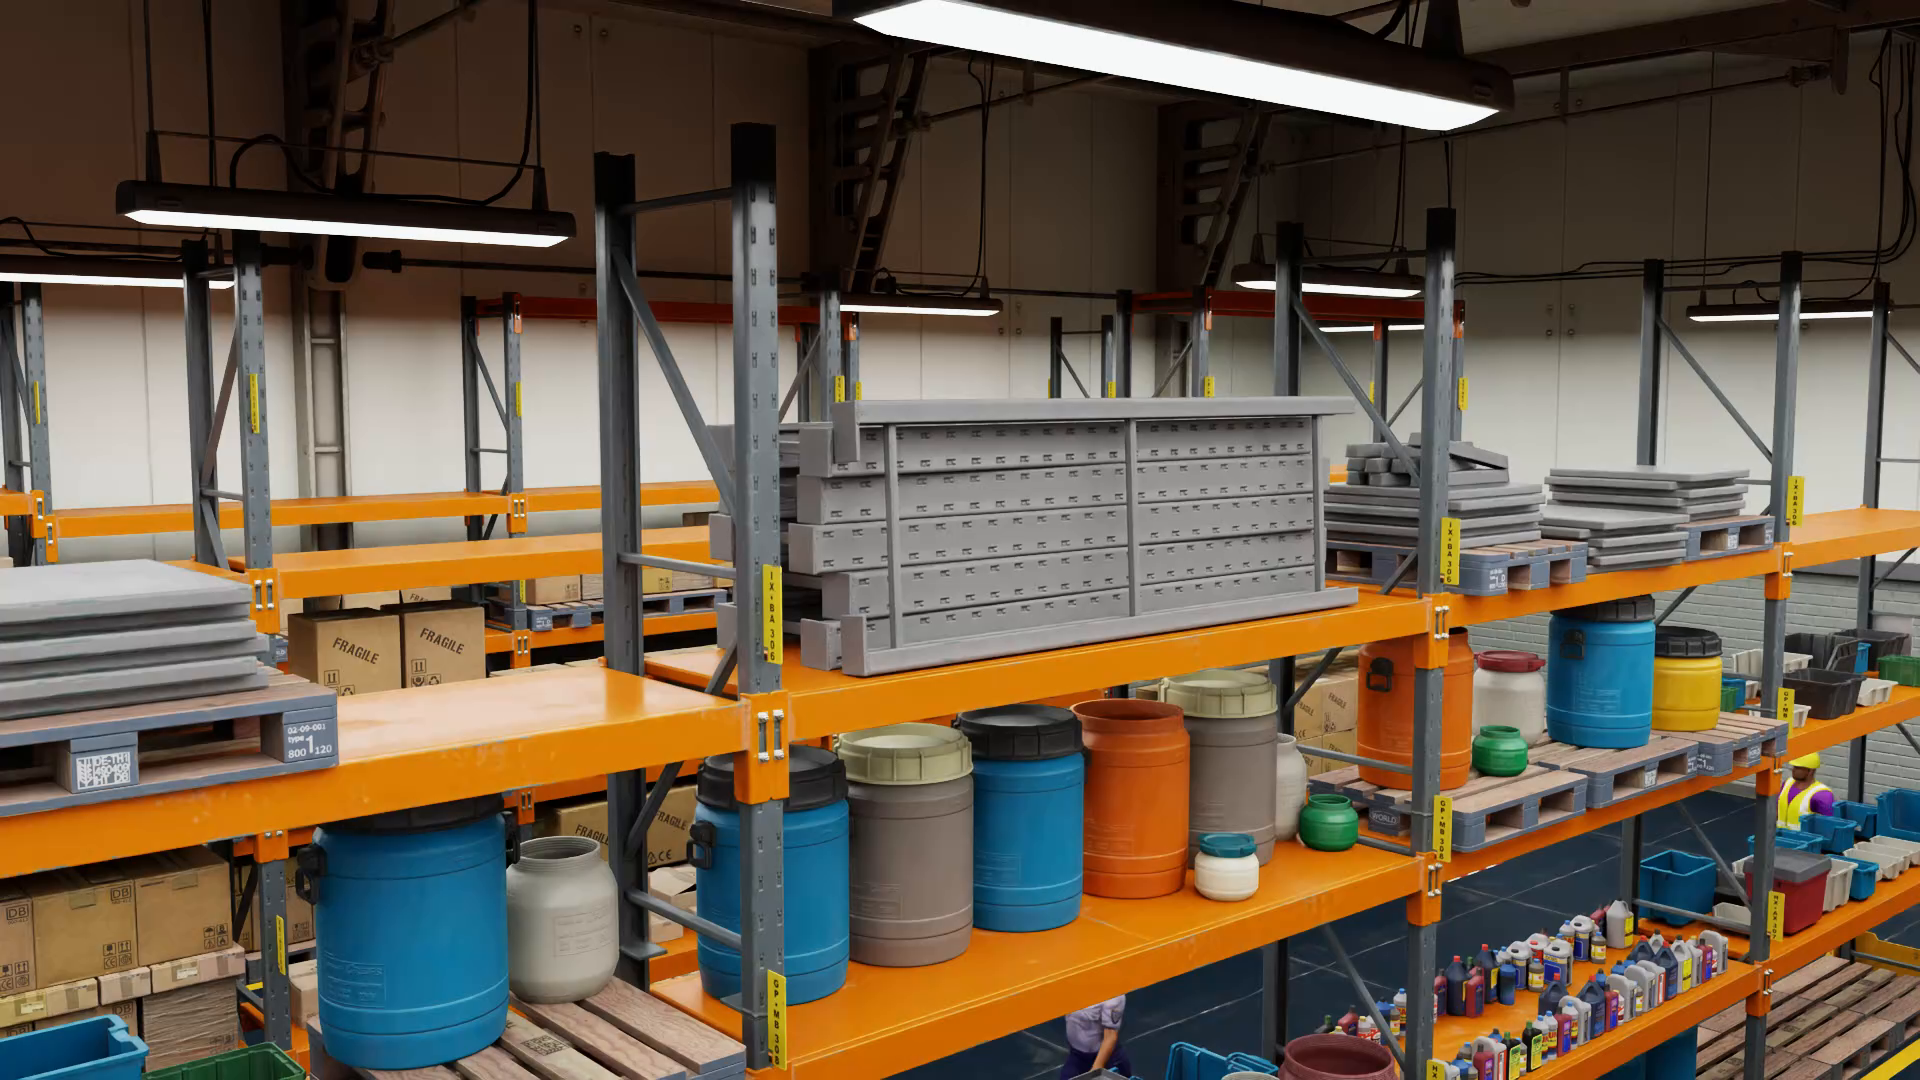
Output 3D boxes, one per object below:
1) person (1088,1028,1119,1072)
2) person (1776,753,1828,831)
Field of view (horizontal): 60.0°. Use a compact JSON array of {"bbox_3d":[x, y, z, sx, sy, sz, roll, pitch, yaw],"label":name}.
[{"bbox_3d":[0.811,3.348,10.586,0.940,1.596,0.501,-3,6,-33],"label":"person"},{"bbox_3d":[7.874,2.826,15.658,1.038,1.722,0.657,-2,6,-20],"label":"person"}]
